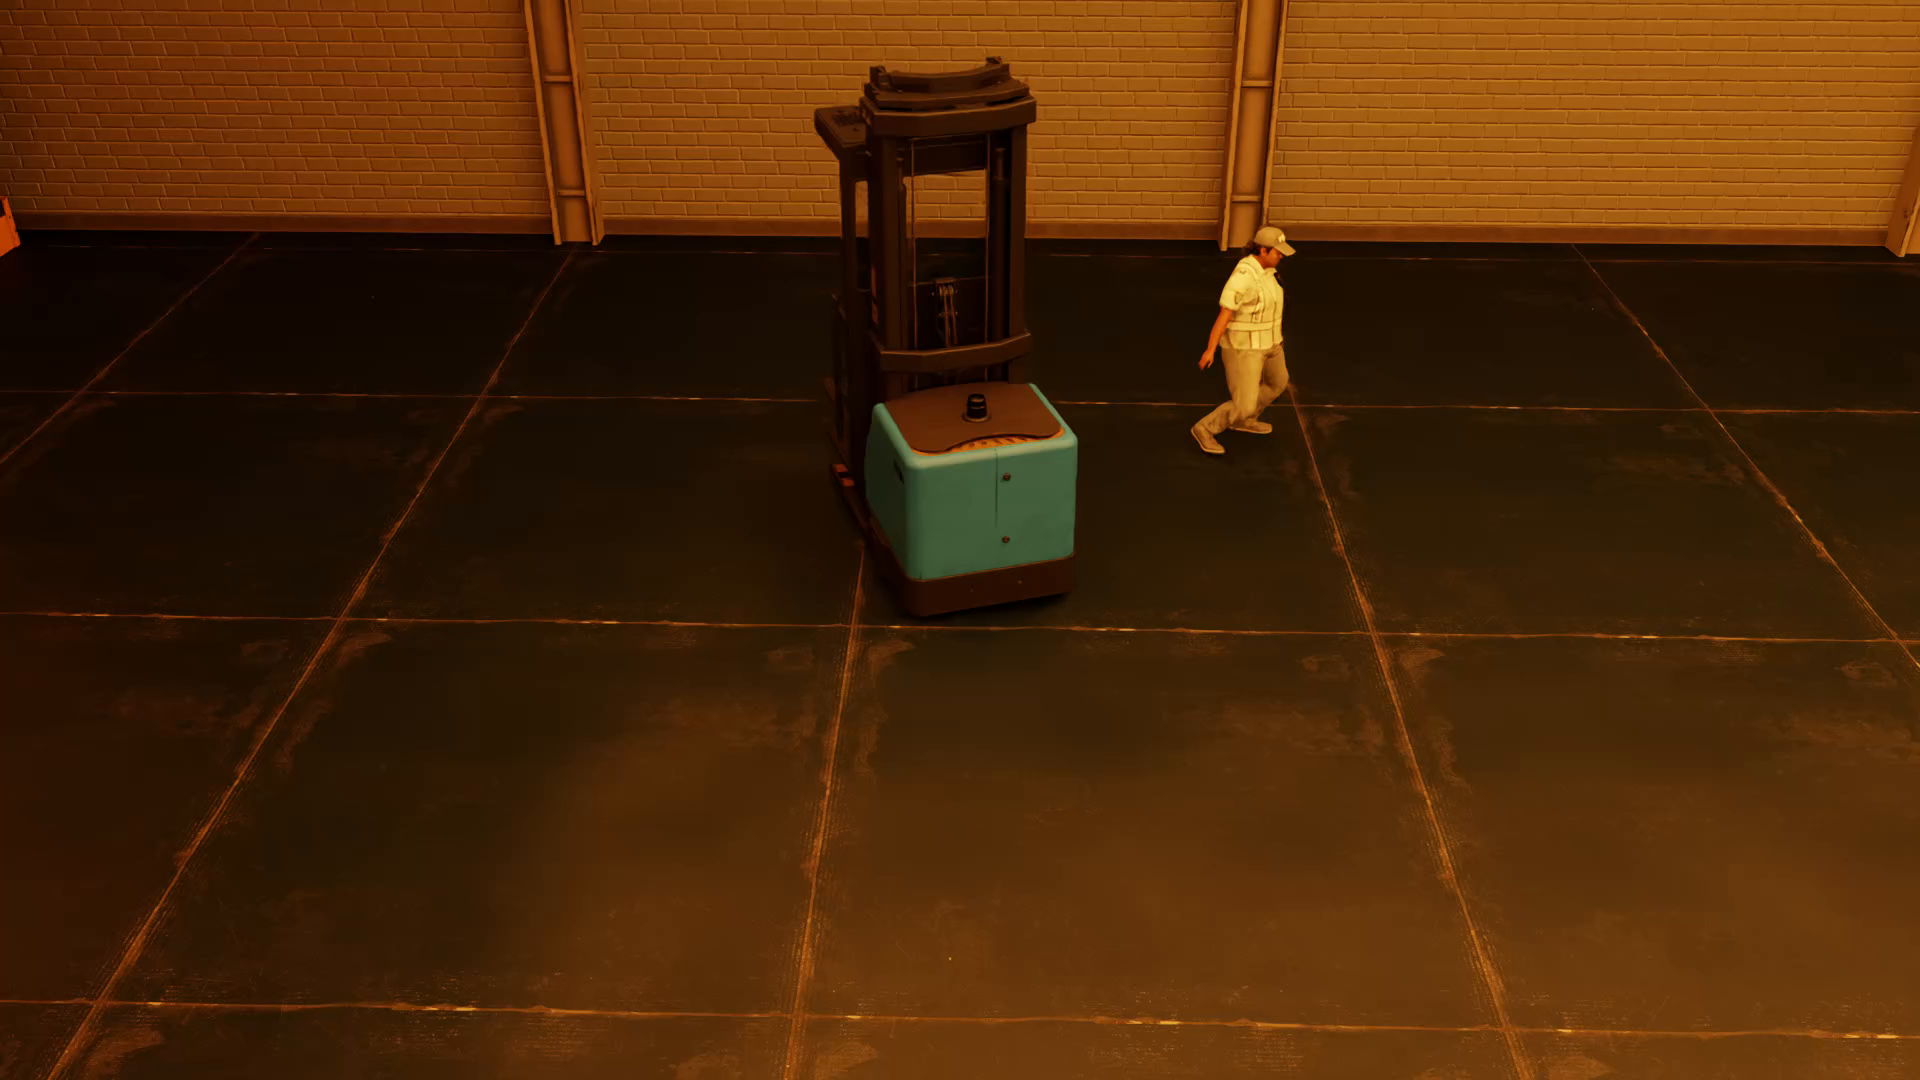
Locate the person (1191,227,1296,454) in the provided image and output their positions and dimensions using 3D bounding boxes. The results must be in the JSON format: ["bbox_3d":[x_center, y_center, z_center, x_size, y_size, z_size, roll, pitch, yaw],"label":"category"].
[{"bbox_3d":[1.915,-1.330,11.211,0.485,1.590,0.819,24,38,35],"label":"person"}]

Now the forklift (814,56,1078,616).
[{"bbox_3d":[-0.234,-1.559,10.259,1.130,2.935,3.031,-9,32,-15],"label":"forklift"}]
